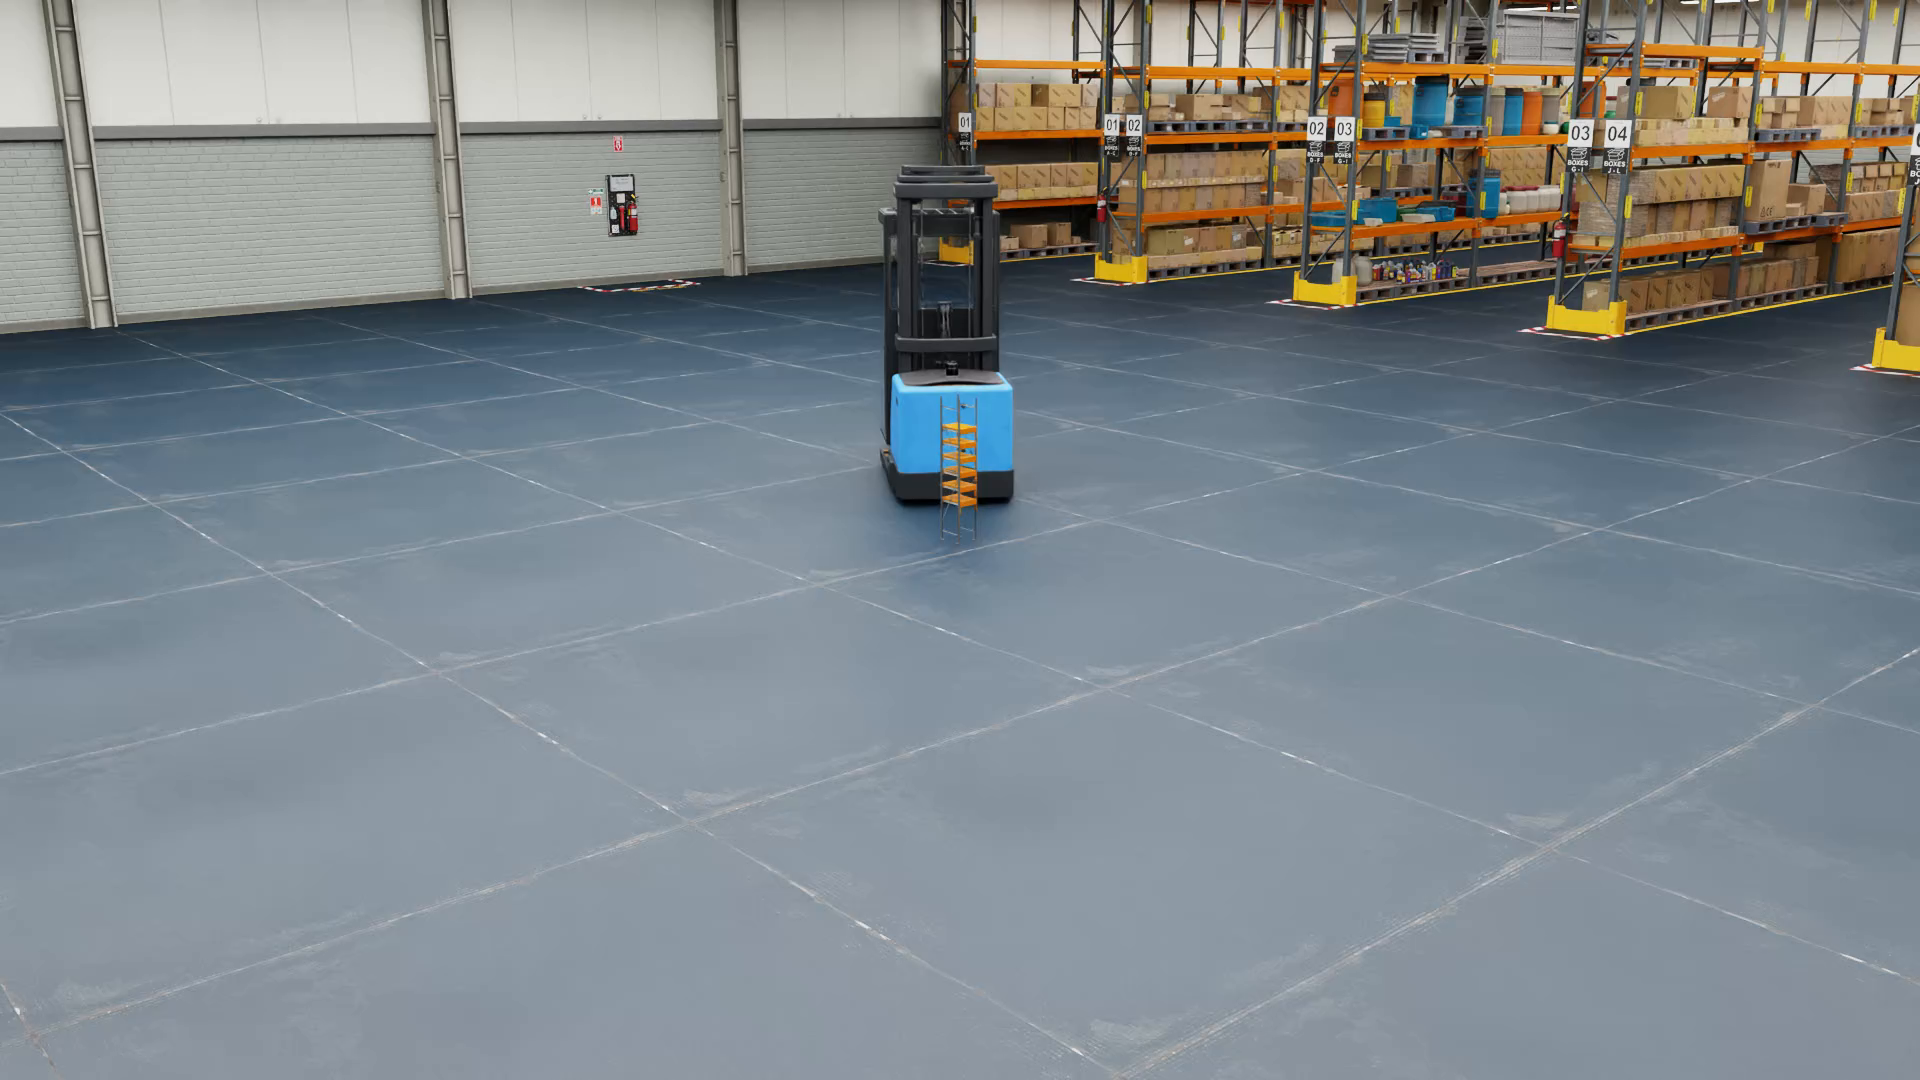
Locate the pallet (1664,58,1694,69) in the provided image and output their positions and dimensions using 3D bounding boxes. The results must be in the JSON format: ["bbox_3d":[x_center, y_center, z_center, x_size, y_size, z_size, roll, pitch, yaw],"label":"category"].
[{"bbox_3d":[14.916,-10.180,35.566,1.213,0.211,1.003,-13,19,-39],"label":"pallet"}]

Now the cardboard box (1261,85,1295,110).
[{"bbox_3d":[6.728,-9.361,35.193,0.500,0.500,0.500,-12,19,-39],"label":"cardboard box"}]

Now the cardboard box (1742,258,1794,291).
[{"bbox_3d":[14.429,-4.764,29.765,0.500,0.500,0.700,-11,18,-35],"label":"cardboard box"}]

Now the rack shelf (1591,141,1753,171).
[{"bbox_3d":[11.228,-6.156,26.565,4.000,0.370,1.077,-13,19,-39],"label":"rack shelf"}]

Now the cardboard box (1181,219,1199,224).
[{"bbox_3d":[5.491,-7.836,41.266,0.500,0.500,0.700,-12,19,-39],"label":"cardboard box"}]

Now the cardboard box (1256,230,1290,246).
[{"bbox_3d":[6.712,-6.489,35.659,0.500,0.311,0.500,-13,19,-39],"label":"cardboard box"}]

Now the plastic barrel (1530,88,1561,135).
[{"bbox_3d":[11.741,-8.629,33.460,0.600,0.901,0.600,0,15,0],"label":"plastic barrel"}]

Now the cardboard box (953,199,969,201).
[{"bbox_3d":[0.190,-7.662,36.875,0.500,0.250,0.500,-12,19,-39],"label":"cardboard box"}]

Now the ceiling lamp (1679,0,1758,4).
[{"bbox_3d":[18.954,-15.040,41.309,0.800,3.185,2.000,-13,19,-39],"label":"ceiling lamp"}]

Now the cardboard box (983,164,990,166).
[{"bbox_3d":[0.567,-8.112,37.107,0.500,0.500,0.500,-12,19,-39],"label":"cardboard box"}]

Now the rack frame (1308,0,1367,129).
[{"bbox_3d":[6.468,-8.578,28.426,0.127,3.000,1.000,-13,19,-39],"label":"rack frame"}]

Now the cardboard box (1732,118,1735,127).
[{"bbox_3d":[12.420,-6.823,27.188,0.250,0.149,0.380,-12,19,-39],"label":"cardboard box"}]

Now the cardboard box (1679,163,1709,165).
[{"bbox_3d":[12.230,-6.041,27.847,0.500,0.500,0.500,-13,19,-39],"label":"cardboard box"}]

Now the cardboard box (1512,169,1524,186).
[{"bbox_3d":[13.598,-8.931,41.178,0.500,0.500,0.500,-13,20,-40],"label":"cardboard box"}]

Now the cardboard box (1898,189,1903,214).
[{"bbox_3d":[18.220,-6.582,32.384,0.500,0.500,0.500,-12,19,-38],"label":"cardboard box"}]

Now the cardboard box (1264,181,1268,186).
[{"bbox_3d":[7.753,-9.168,42.707,0.250,0.149,0.380,-12,19,-38],"label":"cardboard box"}]

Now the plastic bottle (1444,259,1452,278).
[{"bbox_3d":[9.189,-5.125,31.404,0.185,0.351,0.144,-13,20,-41],"label":"plastic bottle"}]

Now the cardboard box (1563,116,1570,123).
[{"bbox_3d":[15.075,-10.593,42.074,0.500,0.250,0.500,-13,19,-39],"label":"cardboard box"}]

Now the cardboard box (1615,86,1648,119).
[{"bbox_3d":[10.722,-6.910,26.255,0.500,0.500,0.500,-13,19,-39],"label":"cardboard box"}]

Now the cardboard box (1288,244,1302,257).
[{"bbox_3d":[7.090,-6.303,36.049,0.500,0.250,0.500,-12,19,-38],"label":"cardboard box"}]

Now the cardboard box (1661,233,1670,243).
[{"bbox_3d":[11.029,-4.809,26.428,0.250,0.149,0.380,-13,19,-39],"label":"cardboard box"}]

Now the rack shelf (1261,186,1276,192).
[{"bbox_3d":[7.508,-8.955,42.856,4.000,0.370,1.077,-13,19,-39],"label":"rack shelf"}]

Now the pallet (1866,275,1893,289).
[{"bbox_3d":[17.318,-5.048,32.239,1.213,0.211,1.003,-13,19,-39],"label":"pallet"}]

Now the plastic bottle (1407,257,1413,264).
[{"bbox_3d":[8.604,-5.234,31.813,0.185,0.351,0.144,-12,19,-38],"label":"plastic bottle"}]

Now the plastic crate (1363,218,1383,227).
[{"bbox_3d":[7.354,-5.641,29.567,0.250,0.136,0.298,-13,19,-39],"label":"plastic crate"}]

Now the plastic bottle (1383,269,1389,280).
[{"bbox_3d":[7.974,-4.976,31.138,0.097,0.201,0.097,0,15,0],"label":"plastic bottle"}]

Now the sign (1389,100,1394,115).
[{"bbox_3d":[9.612,-9.628,37.013,0.005,0.325,0.100,-13,19,-39],"label":"sign"}]

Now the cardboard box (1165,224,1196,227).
[{"bbox_3d":[4.551,-6.287,34.535,0.500,0.500,0.500,-13,19,-39],"label":"cardboard box"}]

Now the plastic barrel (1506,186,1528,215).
[{"bbox_3d":[10.905,-6.667,32.632,0.433,0.535,0.433,0,15,0],"label":"plastic barrel"}]

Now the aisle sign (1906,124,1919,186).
[{"bbox_3d":[12.648,-5.035,21.750,0.004,0.787,0.394,-13,19,-39],"label":"aisle sign"}]

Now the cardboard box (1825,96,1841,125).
[{"bbox_3d":[15.179,-7.591,29.382,0.500,0.500,0.500,-13,20,-39],"label":"cardboard box"}]

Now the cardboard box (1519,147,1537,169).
[{"bbox_3d":[13.978,-9.496,41.357,0.500,0.500,0.500,-12,19,-38],"label":"cardboard box"}]

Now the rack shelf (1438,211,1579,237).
[{"bbox_3d":[10.994,-6.348,33.098,4.000,0.370,1.077,-13,19,-39],"label":"rack shelf"}]

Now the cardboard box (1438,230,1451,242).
[{"bbox_3d":[11.331,-7.376,39.542,0.500,0.500,0.500,-12,19,-39],"label":"cardboard box"}]

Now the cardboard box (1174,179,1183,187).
[{"bbox_3d":[4.235,-7.160,33.293,0.250,0.149,0.380,-13,20,-40],"label":"cardboard box"}]

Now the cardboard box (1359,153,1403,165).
[{"bbox_3d":[11.656,-10.375,46.199,0.700,0.700,0.980,-12,19,-37],"label":"cardboard box"}]

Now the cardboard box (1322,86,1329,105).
[{"bbox_3d":[9.739,-11.698,43.748,0.500,0.500,0.500,-13,20,-40],"label":"cardboard box"}]

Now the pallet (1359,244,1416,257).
[{"bbox_3d":[9.842,-6.772,38.692,1.213,0.211,1.003,-13,19,-39],"label":"pallet"}]

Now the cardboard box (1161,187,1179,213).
[{"bbox_3d":[3.973,-6.859,33.423,0.500,0.500,0.700,-12,19,-38],"label":"cardboard box"}]

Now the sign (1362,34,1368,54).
[{"bbox_3d":[6.826,-8.369,28.050,0.005,0.325,0.100,-13,19,-39],"label":"sign"}]

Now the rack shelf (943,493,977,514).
[{"bbox_3d":[-0.011,-0.302,13.659,0.180,0.103,0.258,-13,19,-39],"label":"rack shelf"}]

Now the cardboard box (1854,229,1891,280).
[{"bbox_3d":[16.966,-5.509,31.866,0.875,0.875,1.225,-13,19,-39],"label":"cardboard box"}]

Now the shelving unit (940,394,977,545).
[{"bbox_3d":[-0.011,-0.577,13.586,0.189,1.200,0.258,-13,19,-39],"label":"shelving unit"}]

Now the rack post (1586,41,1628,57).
[{"bbox_3d":[13.023,-10.027,33.999,0.937,0.300,0.954,-13,19,-39],"label":"rack post"}]

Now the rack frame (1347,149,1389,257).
[{"bbox_3d":[9.254,-8.000,37.887,0.127,3.000,1.000,-13,19,-39],"label":"rack frame"}]

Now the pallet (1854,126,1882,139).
[{"bbox_3d":[16.205,-7.548,30.748,1.003,0.211,1.213,-12,19,-37],"label":"pallet"}]

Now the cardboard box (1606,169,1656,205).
[{"bbox_3d":[10.313,-5.431,25.560,0.500,0.500,0.500,-13,19,-39],"label":"cardboard box"}]

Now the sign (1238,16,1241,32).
[{"bbox_3d":[5.871,-10.814,34.833,0.005,0.325,0.100,-13,19,-39],"label":"sign"}]

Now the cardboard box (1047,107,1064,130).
[{"bbox_3d":[1.980,-9.475,37.364,0.500,0.500,0.500,-14,20,-41],"label":"cardboard box"}]

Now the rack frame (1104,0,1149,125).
[{"bbox_3d":[3.219,-9.543,32.039,0.127,3.000,1.000,-13,19,-39],"label":"rack frame"}]

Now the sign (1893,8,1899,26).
[{"bbox_3d":[18.426,-10.287,32.706,0.005,0.325,0.100,-13,19,-39],"label":"sign"}]

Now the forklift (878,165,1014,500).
[{"bbox_3d":[-0.200,-2.106,15.955,1.130,2.935,3.031,-2,15,-6],"label":"forklift"}]

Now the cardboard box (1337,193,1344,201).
[{"bbox_3d":[8.329,-7.651,37.069,0.250,0.149,0.380,-11,18,-35],"label":"cardboard box"}]

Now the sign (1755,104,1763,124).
[{"bbox_3d":[13.099,-6.988,27.283,0.005,0.325,0.100,-13,19,-39],"label":"sign"}]
